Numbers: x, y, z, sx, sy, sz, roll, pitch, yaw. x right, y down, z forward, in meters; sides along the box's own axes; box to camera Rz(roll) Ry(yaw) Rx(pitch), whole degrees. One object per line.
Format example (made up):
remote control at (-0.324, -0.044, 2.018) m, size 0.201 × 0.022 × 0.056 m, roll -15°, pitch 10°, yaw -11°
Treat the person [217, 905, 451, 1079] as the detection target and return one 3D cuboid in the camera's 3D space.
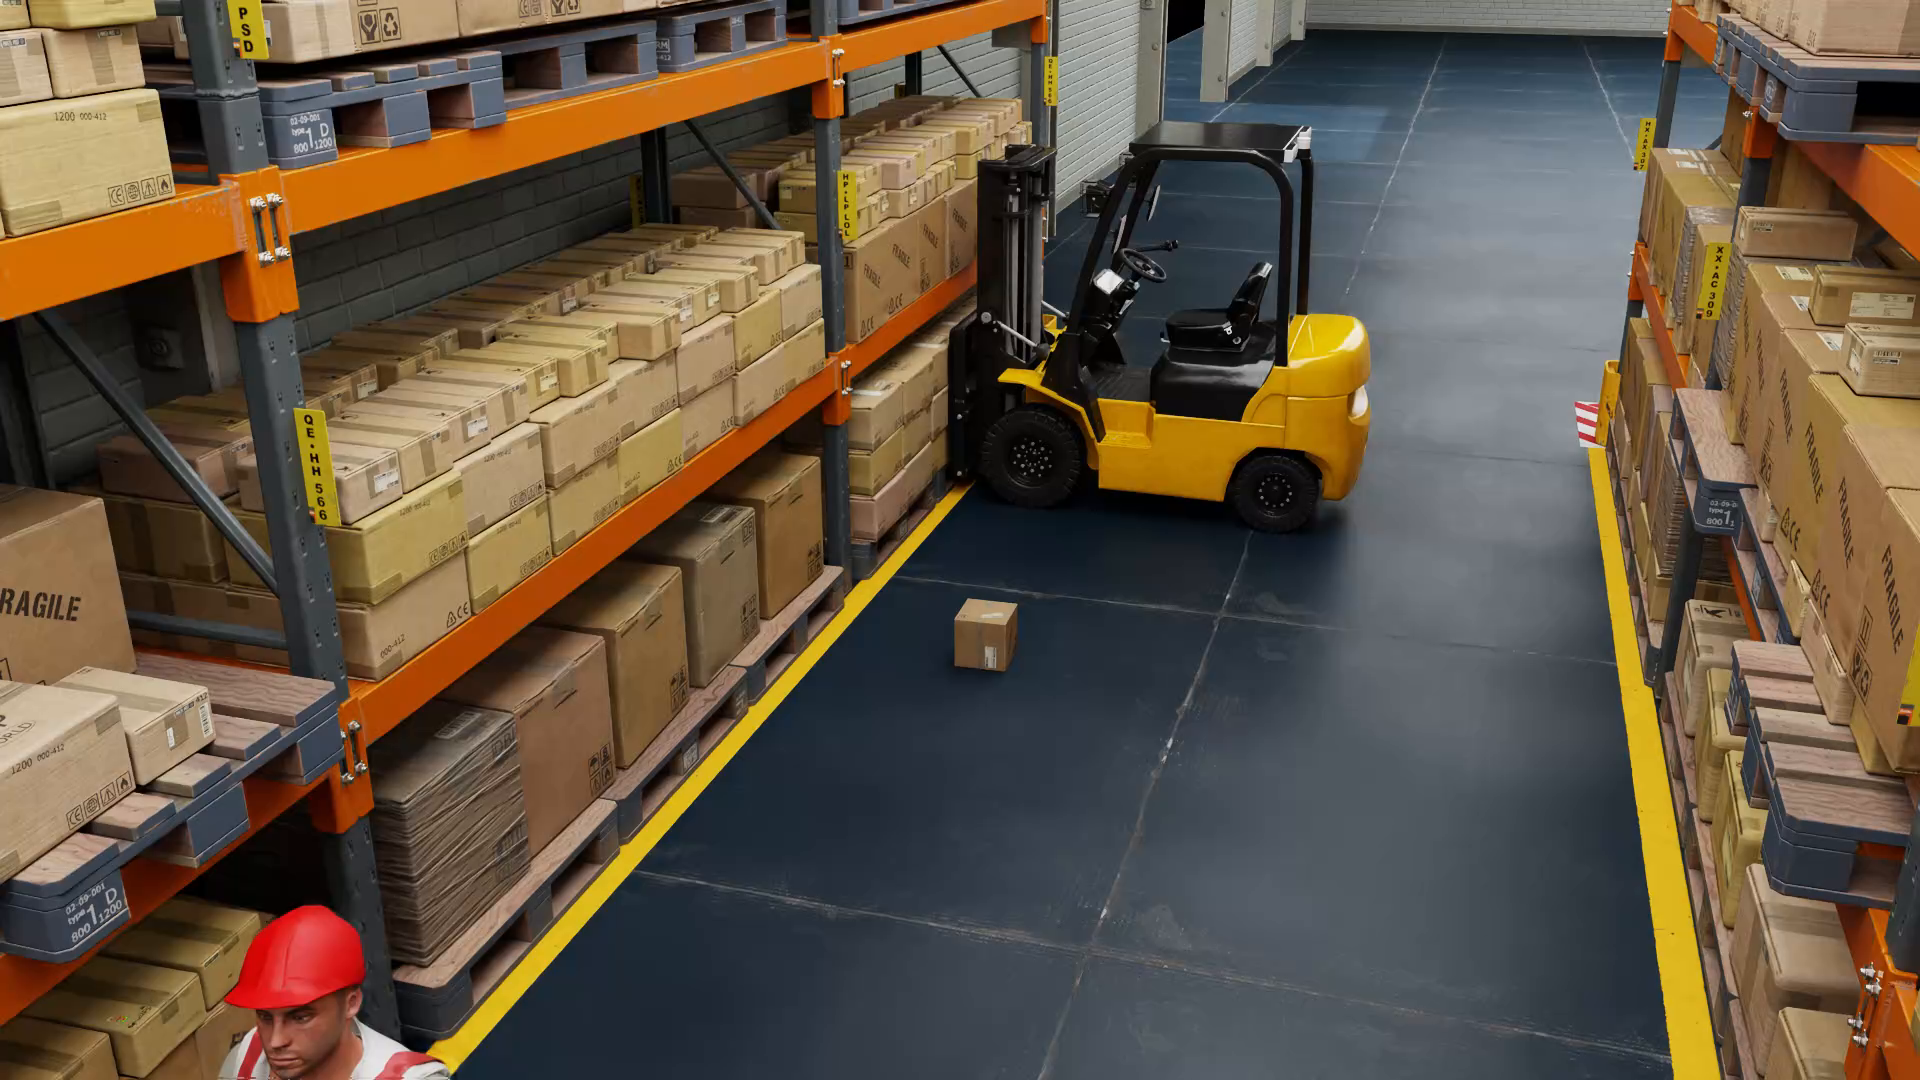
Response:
person at (-1.198, 1.541, 3.158) m, size 0.583 × 1.810 × 0.477 m, roll 6°, pitch 23°, yaw 16°
